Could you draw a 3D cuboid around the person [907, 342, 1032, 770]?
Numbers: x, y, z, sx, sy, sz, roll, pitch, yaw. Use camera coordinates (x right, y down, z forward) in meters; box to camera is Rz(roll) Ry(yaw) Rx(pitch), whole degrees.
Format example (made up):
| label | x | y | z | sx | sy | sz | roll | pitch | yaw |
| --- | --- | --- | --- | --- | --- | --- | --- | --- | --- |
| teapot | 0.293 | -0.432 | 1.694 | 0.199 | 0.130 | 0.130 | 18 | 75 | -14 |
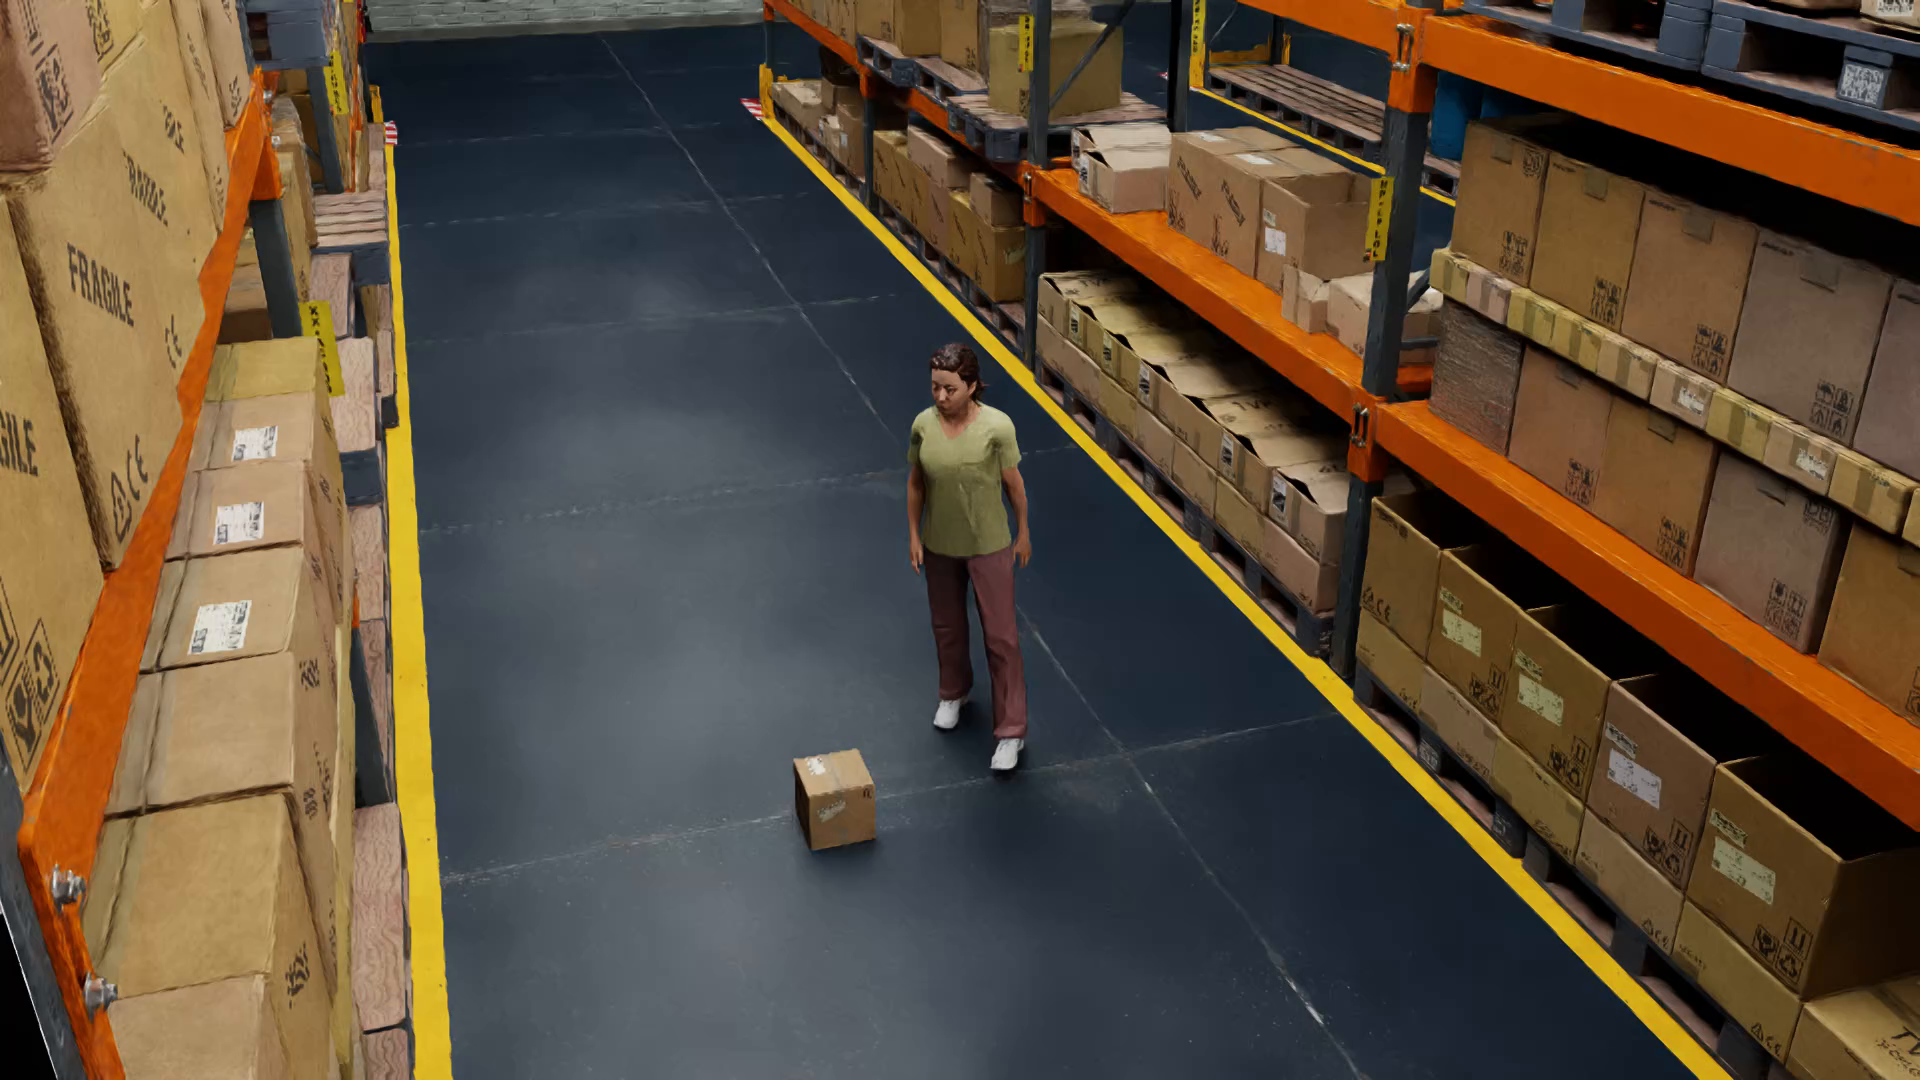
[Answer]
| label | x | y | z | sx | sy | sz | roll | pitch | yaw |
| --- | --- | --- | --- | --- | --- | --- | --- | --- | --- |
| person | 0.026 | 0.066 | 6.490 | 0.559 | 1.649 | 0.599 | 8 | 28 | 16 |
